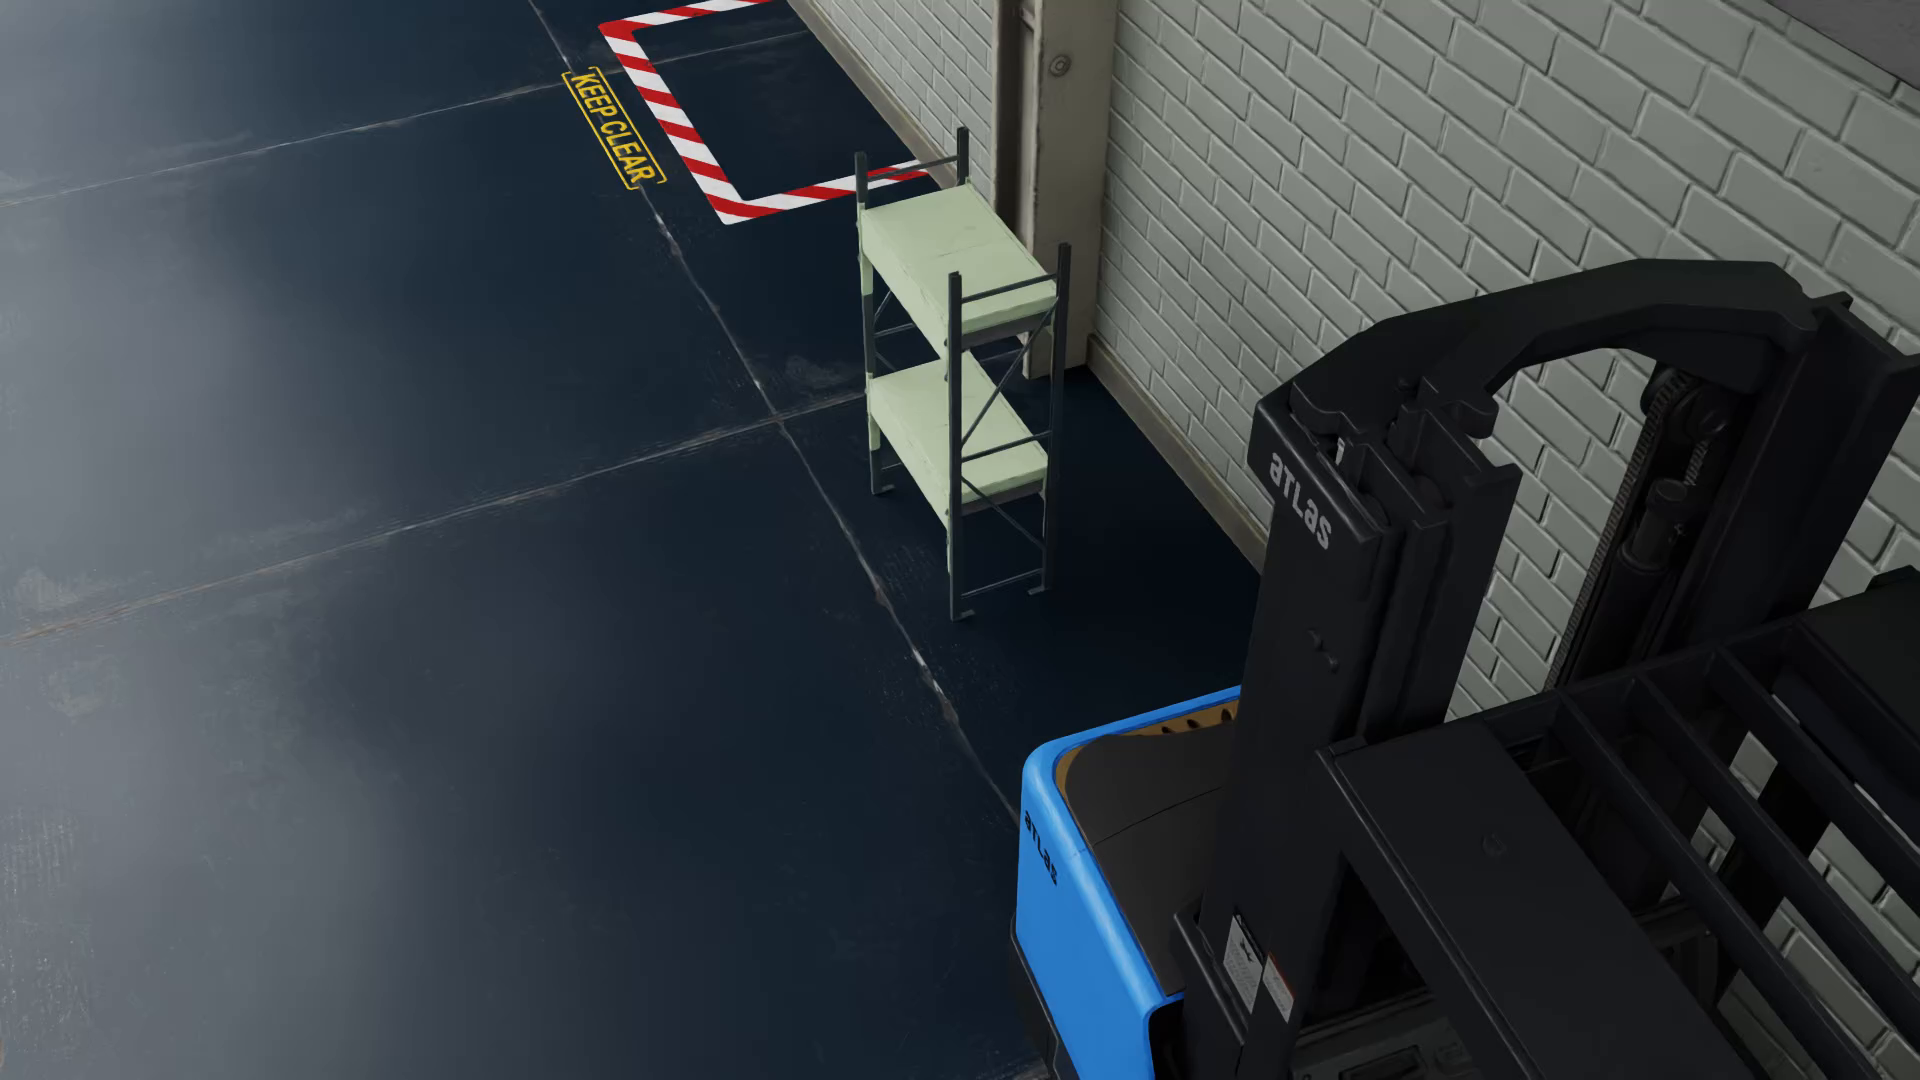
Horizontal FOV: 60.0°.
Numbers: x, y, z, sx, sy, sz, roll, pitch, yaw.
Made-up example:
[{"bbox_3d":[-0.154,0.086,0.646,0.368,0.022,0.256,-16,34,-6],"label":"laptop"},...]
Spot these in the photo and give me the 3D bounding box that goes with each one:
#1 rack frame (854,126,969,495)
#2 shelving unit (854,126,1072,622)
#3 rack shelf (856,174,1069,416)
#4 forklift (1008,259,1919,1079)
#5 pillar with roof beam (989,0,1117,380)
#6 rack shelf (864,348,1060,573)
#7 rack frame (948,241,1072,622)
[{"bbox_3d":[-0.157,-0.771,5.964,0.400,1.500,0.023,-18,47,-17],"label":"rack frame"},{"bbox_3d":[-0.003,-0.538,5.728,0.431,1.500,0.755,-18,47,-17],"label":"shelving unit"},{"bbox_3d":[-0.003,-0.816,5.453,0.431,0.370,0.720,-18,47,-17],"label":"rack shelf"},{"bbox_3d":[1.127,1.102,3.046,1.130,2.935,3.031,-15,46,-14],"label":"forklift"},{"bbox_3d":[-3.567,-2.769,2.649,9.100,9.000,0.400,-18,47,-17],"label":"pillar with roof beam"},{"bbox_3d":[-0.003,-0.306,5.957,0.431,0.370,0.720,-18,47,-17],"label":"rack shelf"},{"bbox_3d":[0.151,-0.305,5.491,0.400,1.500,0.023,-18,47,-17],"label":"rack frame"}]
